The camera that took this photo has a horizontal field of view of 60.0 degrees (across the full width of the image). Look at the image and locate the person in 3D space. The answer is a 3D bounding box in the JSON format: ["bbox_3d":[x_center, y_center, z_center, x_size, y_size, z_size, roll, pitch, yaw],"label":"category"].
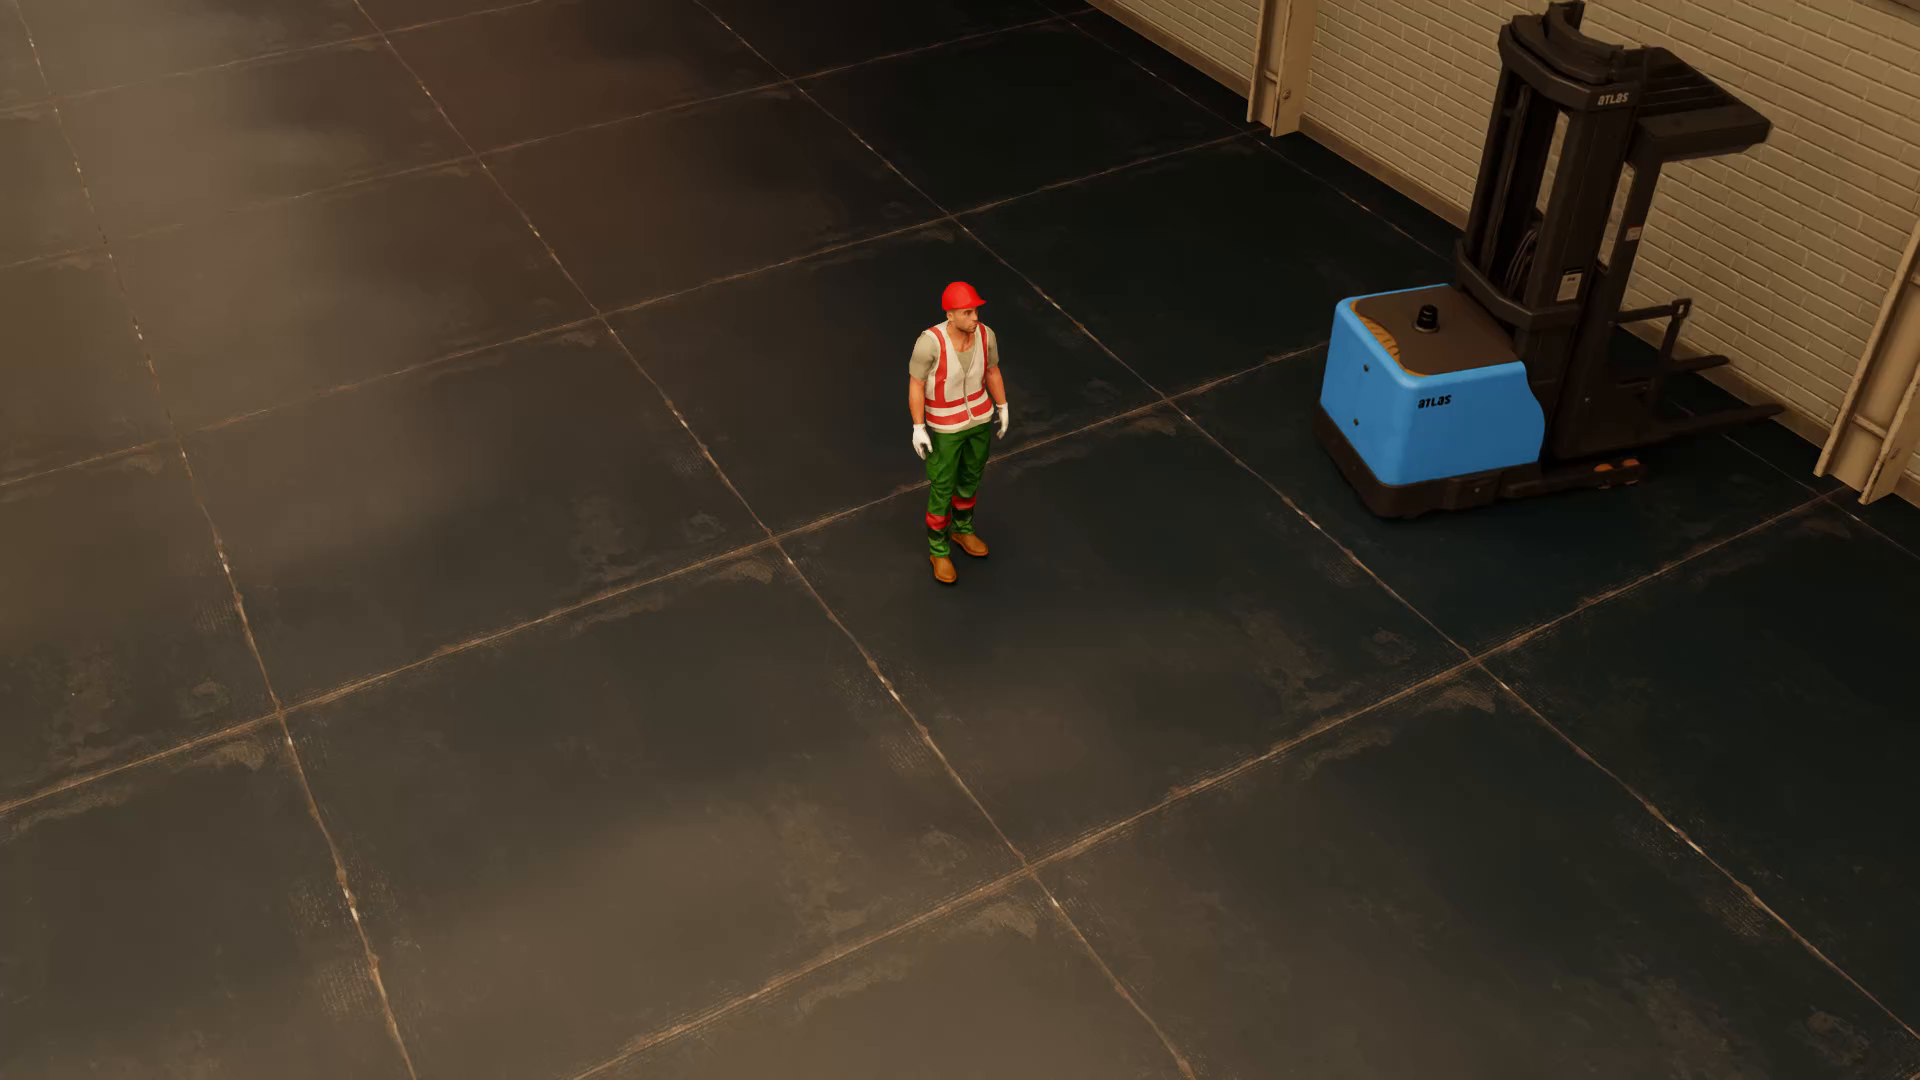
[{"bbox_3d":[0.030,-0.646,9.697,0.637,1.790,0.562,-20,44,-23],"label":"person"}]

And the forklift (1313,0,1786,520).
[{"bbox_3d":[3.929,-1.773,10.174,3.031,2.935,1.130,-10,41,-12],"label":"forklift"}]
